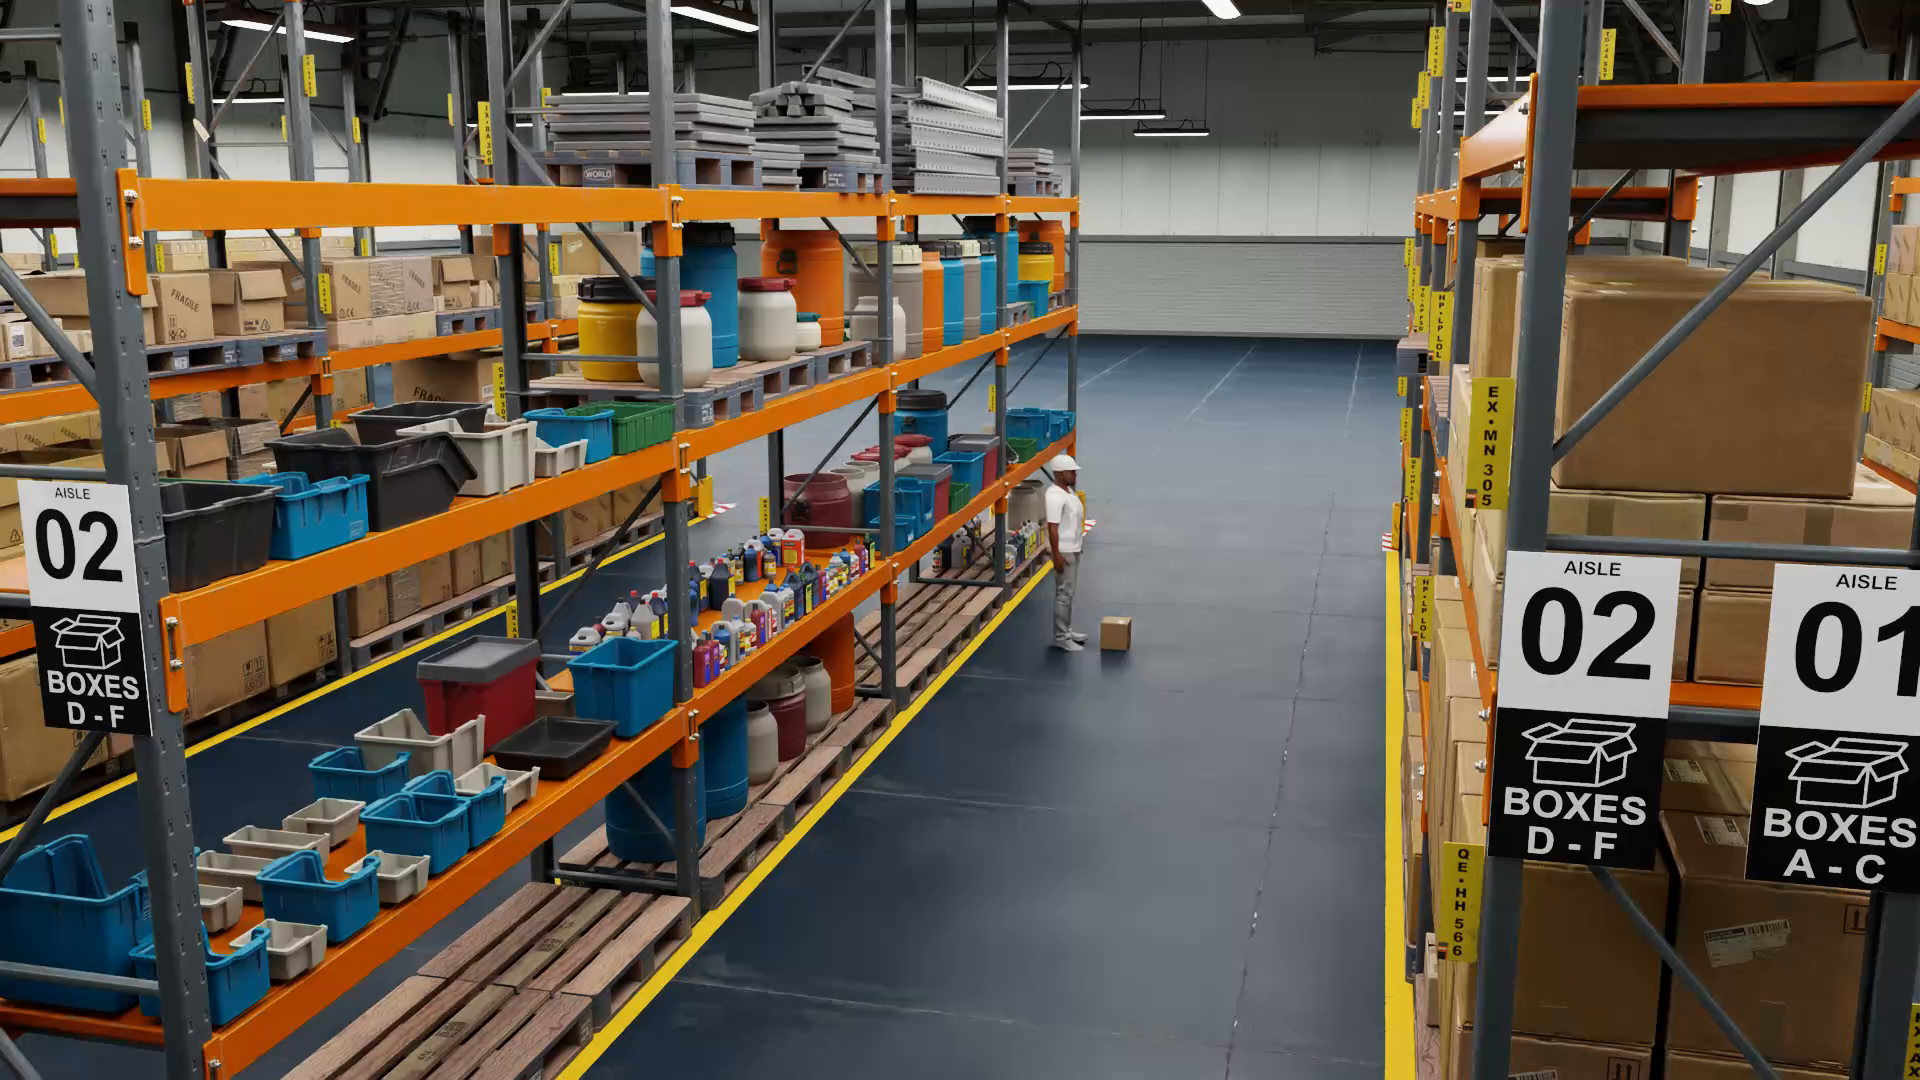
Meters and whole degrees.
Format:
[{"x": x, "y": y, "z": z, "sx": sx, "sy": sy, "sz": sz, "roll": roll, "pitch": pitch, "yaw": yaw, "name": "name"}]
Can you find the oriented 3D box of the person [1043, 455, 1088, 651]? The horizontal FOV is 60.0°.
[{"x": 0.999, "y": 0.109, "z": 15.387, "sx": 0.426, "sy": 1.795, "sz": 0.577, "roll": 3, "pitch": 12, "yaw": 14, "name": "person"}]
